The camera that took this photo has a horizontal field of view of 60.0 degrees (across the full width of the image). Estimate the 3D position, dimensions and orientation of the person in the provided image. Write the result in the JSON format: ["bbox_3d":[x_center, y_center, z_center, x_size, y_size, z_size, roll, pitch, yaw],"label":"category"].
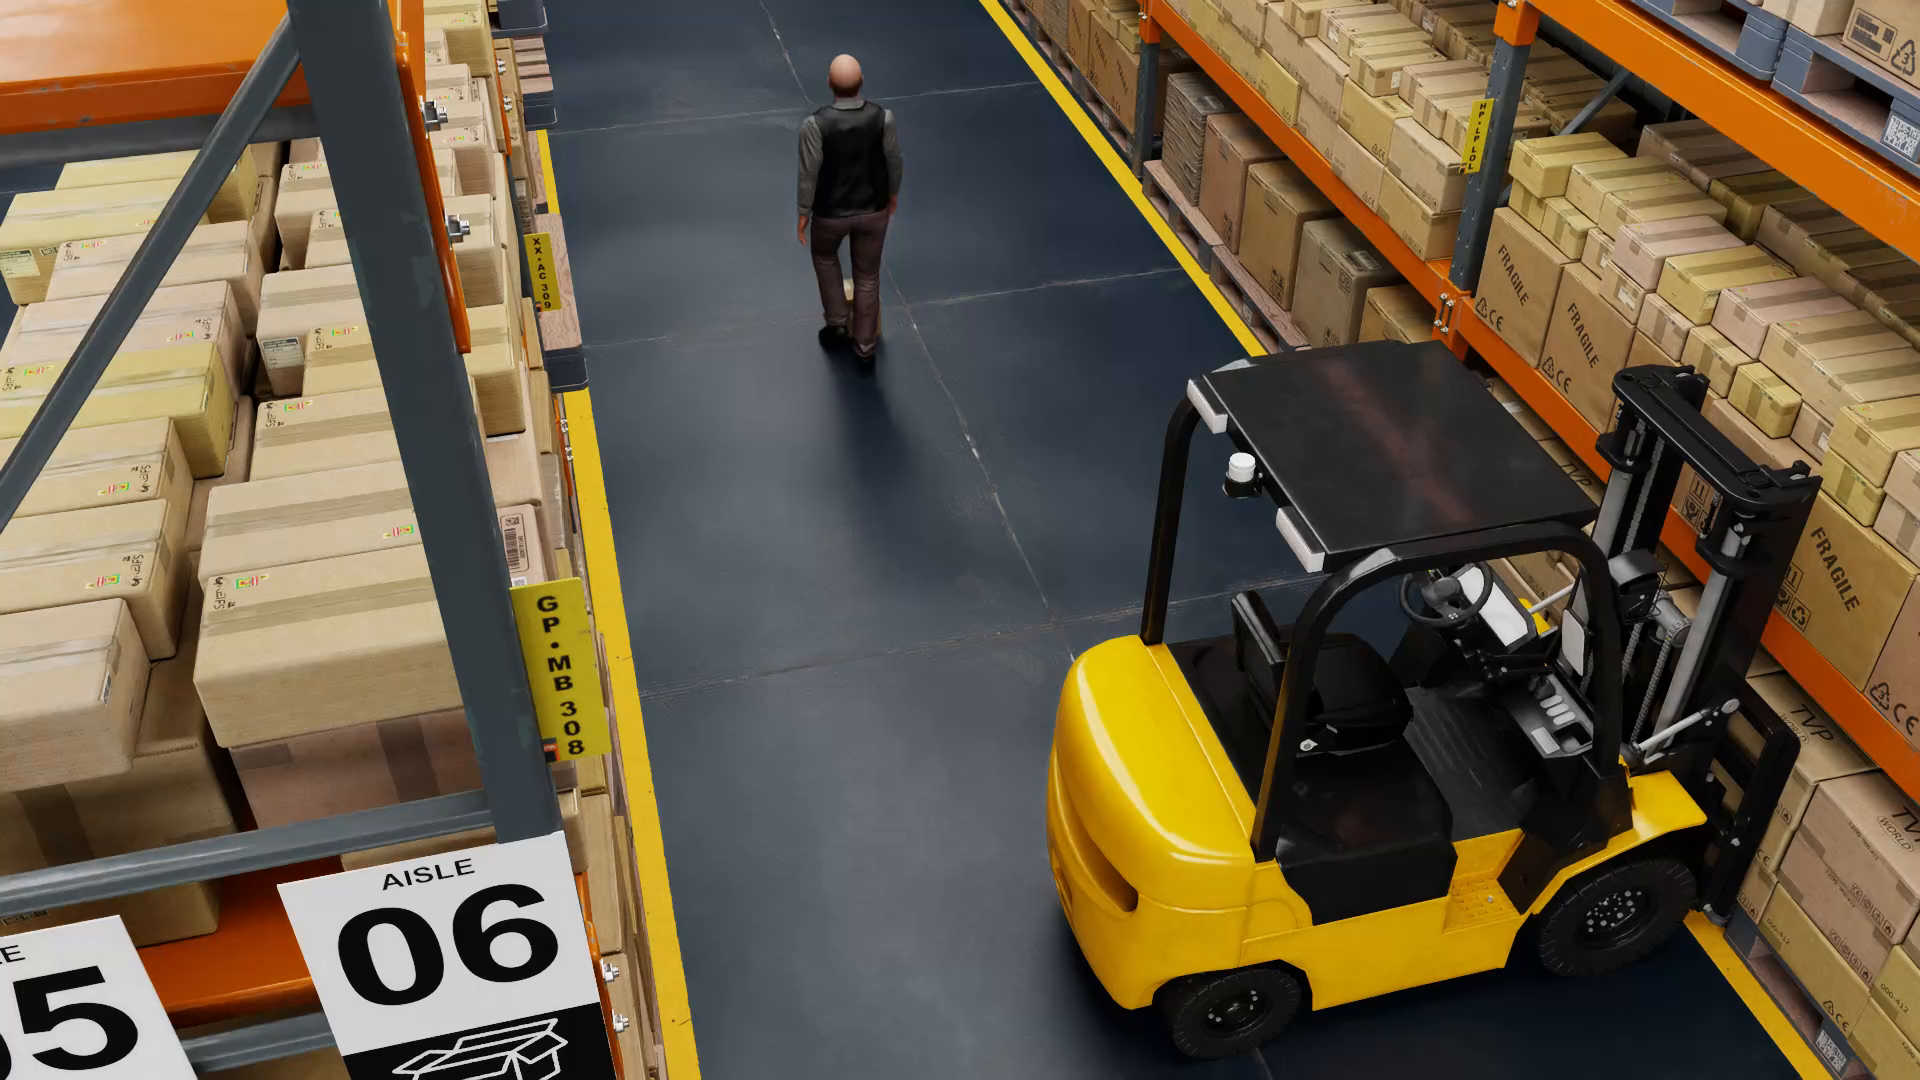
[{"bbox_3d":[-0.595,-1.774,9.007,0.600,1.753,0.557,-7,39,-9],"label":"person"}]
